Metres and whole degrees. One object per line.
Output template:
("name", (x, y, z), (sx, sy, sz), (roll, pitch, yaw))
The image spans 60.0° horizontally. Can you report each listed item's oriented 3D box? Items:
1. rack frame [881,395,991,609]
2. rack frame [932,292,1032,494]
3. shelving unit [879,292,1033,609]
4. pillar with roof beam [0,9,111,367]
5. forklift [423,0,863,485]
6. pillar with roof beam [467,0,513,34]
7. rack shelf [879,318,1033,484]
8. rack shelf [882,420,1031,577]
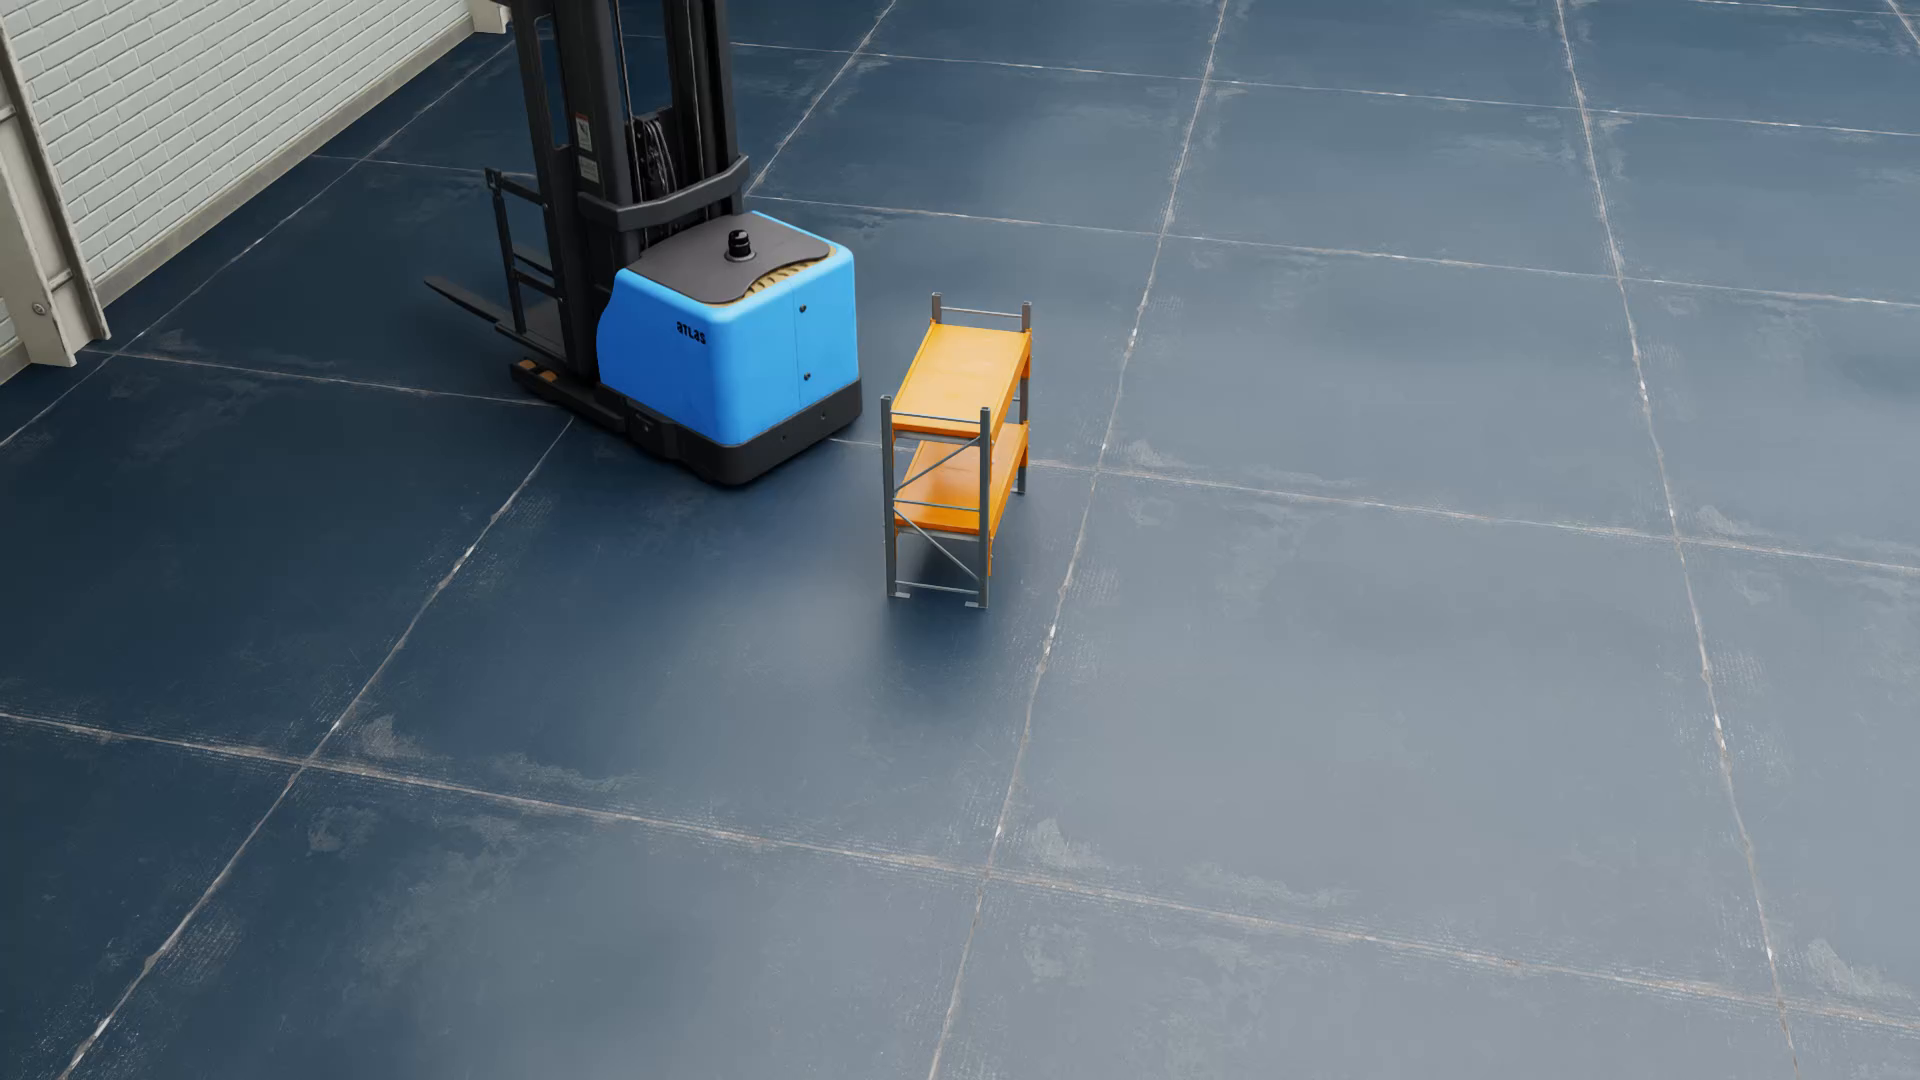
("rack frame", (-0.110, -0.160, 7.783), (0.500, 1.125, 0.032), (7, 37, 10))
("rack frame", (0.107, -0.743, 8.587), (0.500, 1.125, 0.032), (7, 37, 10))
("shelving unit", (-0.001, -0.452, 8.185), (0.538, 1.125, 1.048), (7, 37, 10))
("pillar with roof beam", (-1.218, -4.270, 6.744), (9.100, 9.000, 0.400), (7, 37, 10))
("forklift", (-1.996, -2.207, 9.068), (3.031, 2.935, 1.130), (27, 44, 32))
("pillar with roof beam", (0.064, -7.710, 11.490), (9.100, 9.000, 0.400), (7, 37, 10))
("rack shelf", (-0.001, -0.689, 8.013), (0.538, 0.278, 1.000), (7, 37, 10))
("rack shelf", (-0.001, -0.254, 8.328), (0.538, 0.278, 1.000), (7, 37, 10))
